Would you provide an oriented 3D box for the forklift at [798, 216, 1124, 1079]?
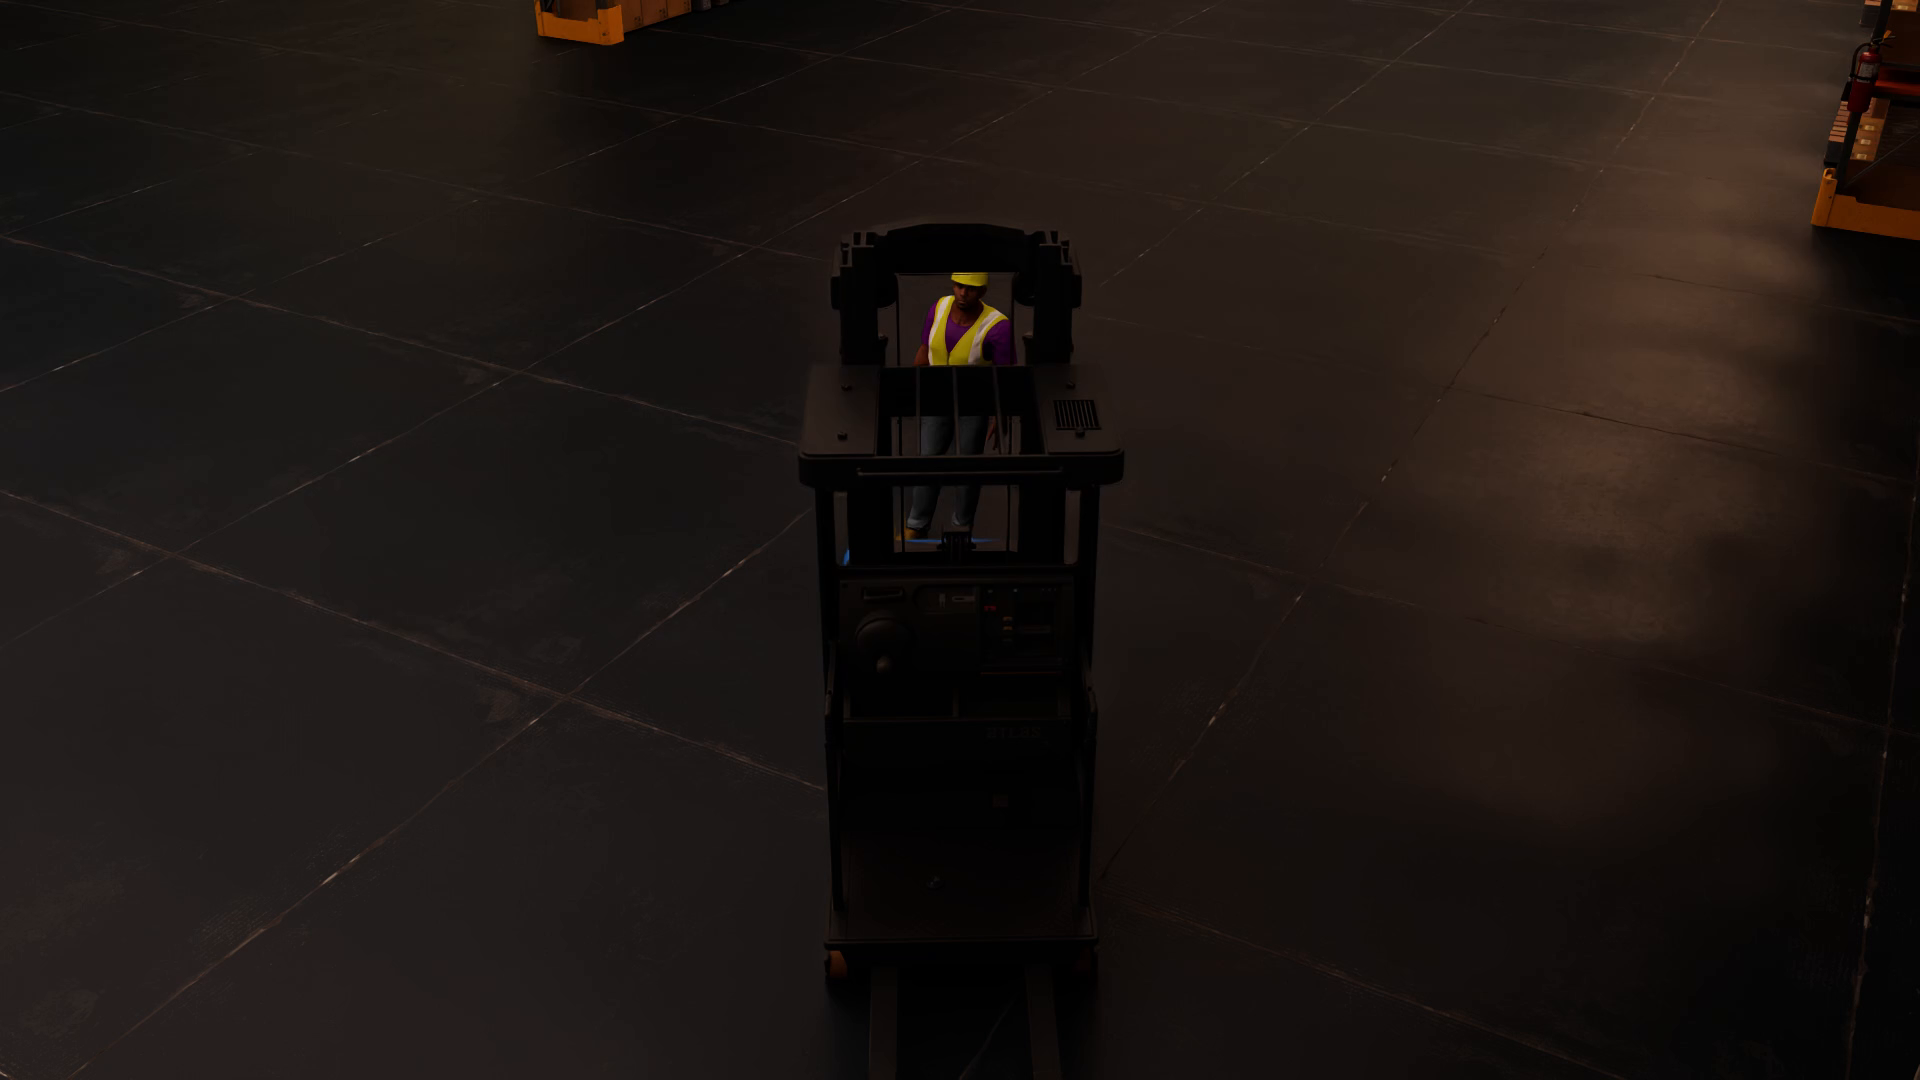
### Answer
[{"bbox_3d":[-0.004,0.383,6.406,1.130,2.935,3.031,-1,30,-1],"label":"forklift"}]

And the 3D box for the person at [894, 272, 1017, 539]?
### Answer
[{"bbox_3d":[-0.039,-0.742,9.508,0.666,1.765,0.577,15,33,25],"label":"person"}]
